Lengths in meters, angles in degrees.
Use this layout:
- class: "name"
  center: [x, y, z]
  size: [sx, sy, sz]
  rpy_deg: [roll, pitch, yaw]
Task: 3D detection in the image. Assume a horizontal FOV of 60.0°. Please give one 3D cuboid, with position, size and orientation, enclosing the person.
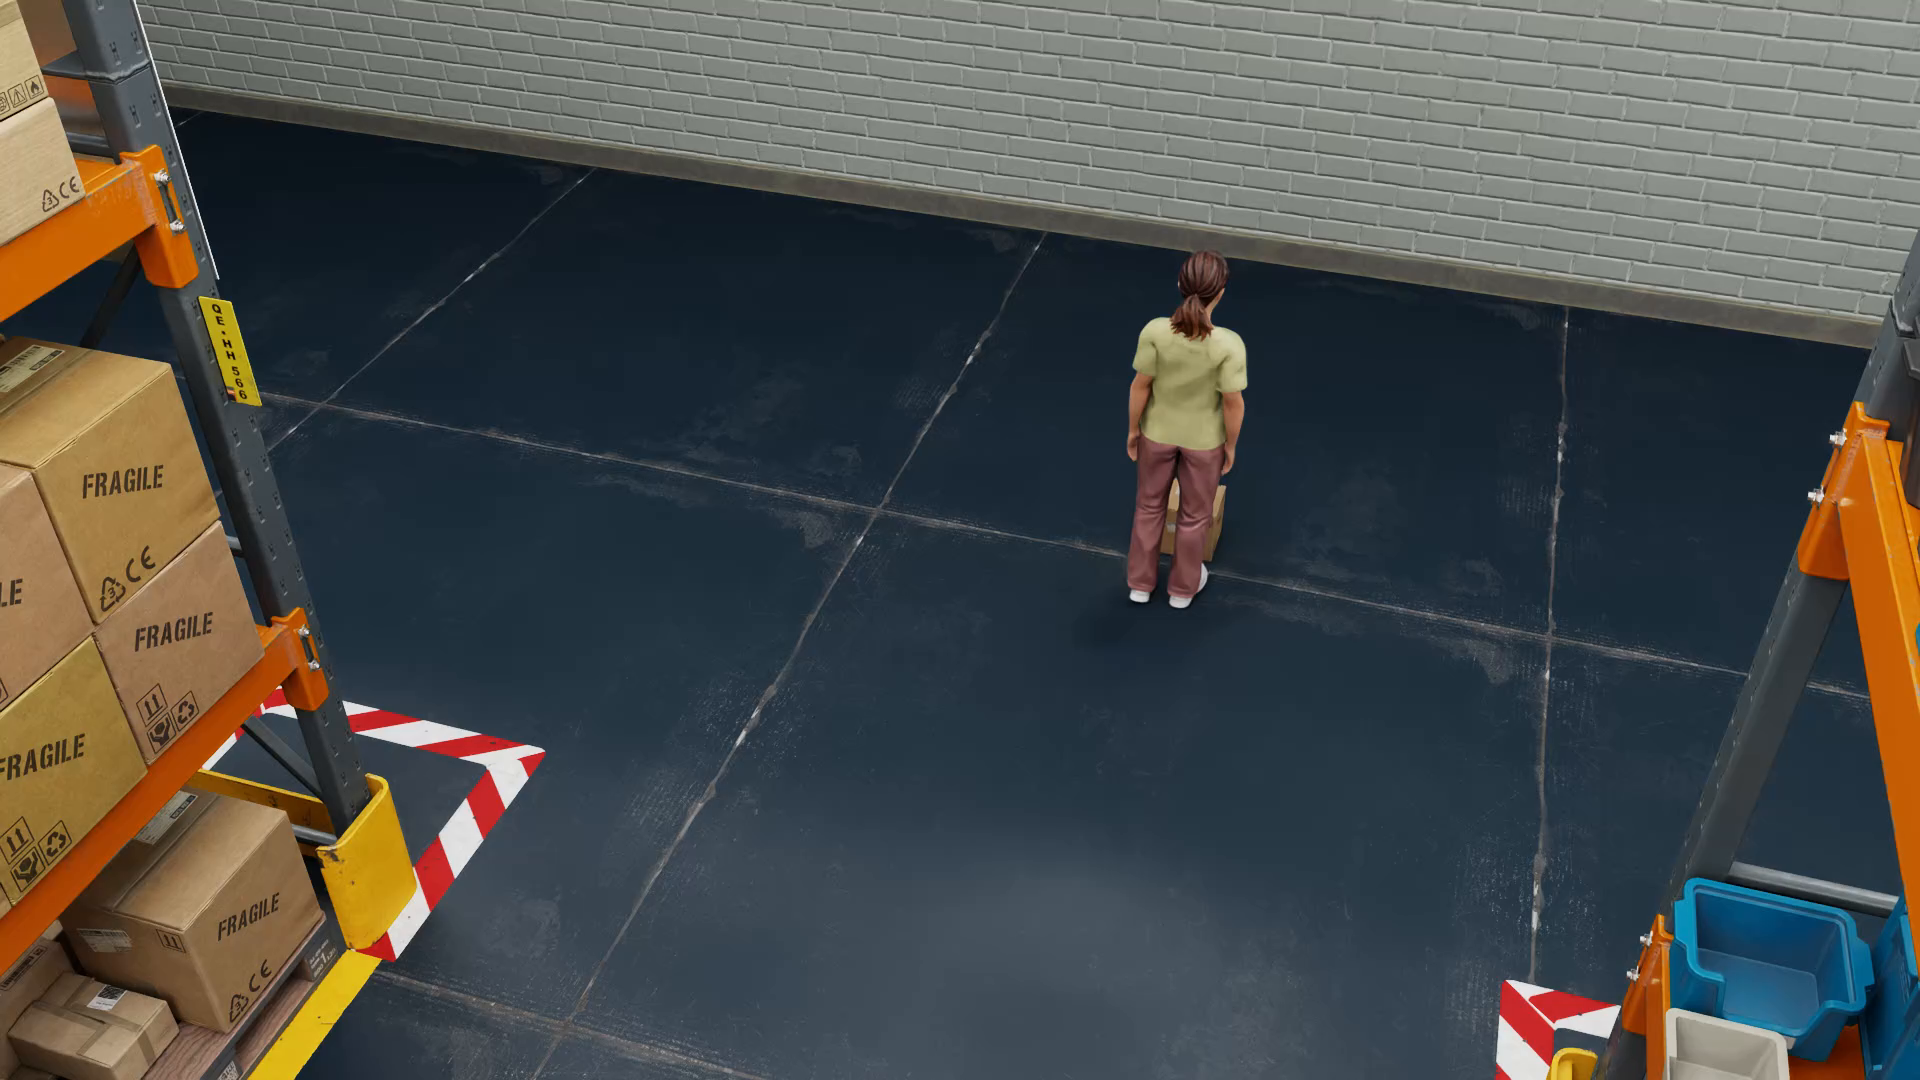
- class: "person"
  center: [0.909, -0.409, 6.682]
  size: [0.455, 1.704, 0.460]
  rpy_deg: [11, 39, 14]
